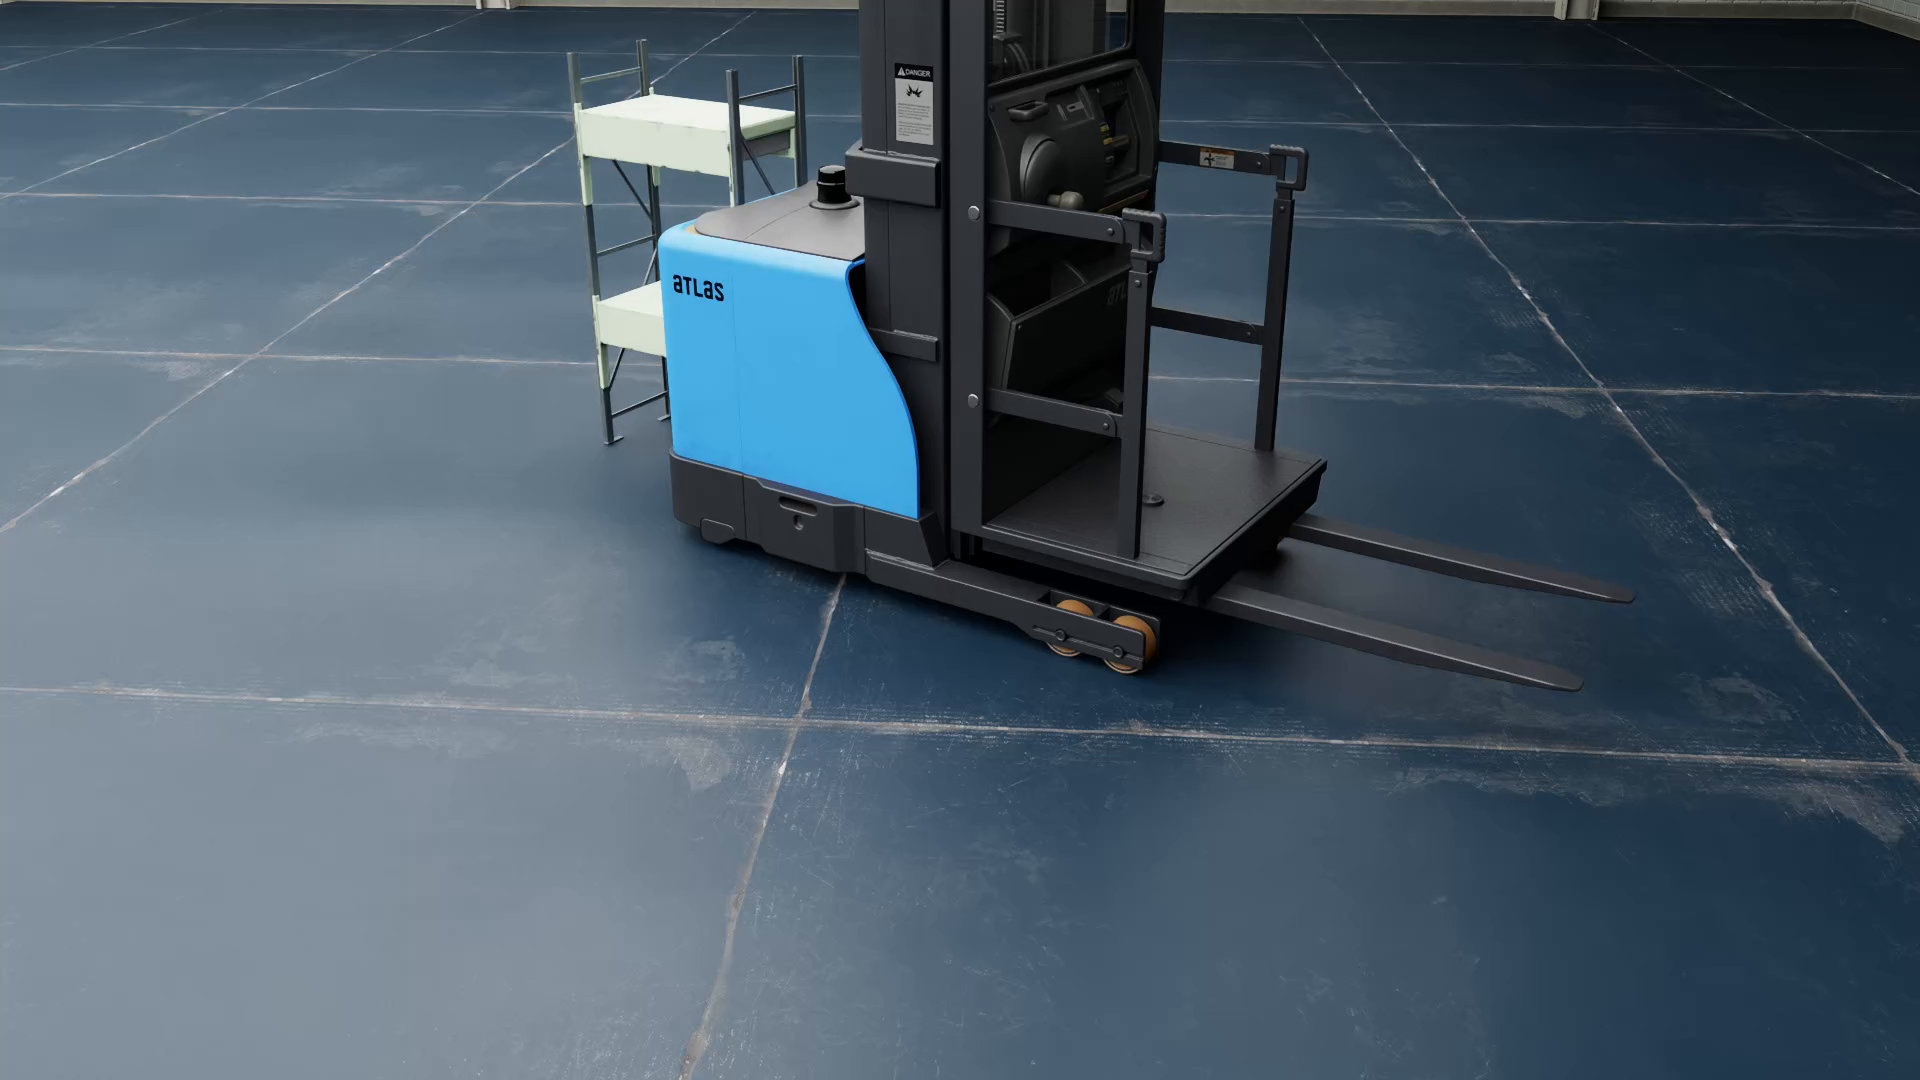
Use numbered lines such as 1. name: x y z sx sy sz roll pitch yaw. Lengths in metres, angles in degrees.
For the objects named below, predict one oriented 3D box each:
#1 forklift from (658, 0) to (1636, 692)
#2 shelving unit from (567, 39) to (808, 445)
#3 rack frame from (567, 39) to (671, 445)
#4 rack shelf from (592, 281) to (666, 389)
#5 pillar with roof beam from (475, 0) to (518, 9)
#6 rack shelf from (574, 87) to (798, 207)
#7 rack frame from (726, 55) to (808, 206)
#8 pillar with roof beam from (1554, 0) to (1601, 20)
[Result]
1. forklift: 0.525 -1.192 4.834 3.031 2.935 1.130 15 29 29
2. shelving unit: -0.981 -1.047 6.230 0.755 1.500 0.431 15 29 29
3. rack frame: -1.291 -1.128 6.407 0.023 1.500 0.400 15 29 29
4. rack shelf: -0.981 -0.750 6.367 0.720 0.370 0.431 15 29 29
5. pillar with roof beam: -5.594 -8.365 13.163 0.400 9.000 9.100 2 25 4
6. rack shelf: -0.981 -1.401 6.067 0.720 0.370 0.431 15 29 29
7. rack frame: -0.671 -0.965 6.053 0.023 1.500 0.400 15 29 29
8. pillar with roof beam: 6.371 -7.981 12.329 0.400 9.000 9.100 2 25 4
